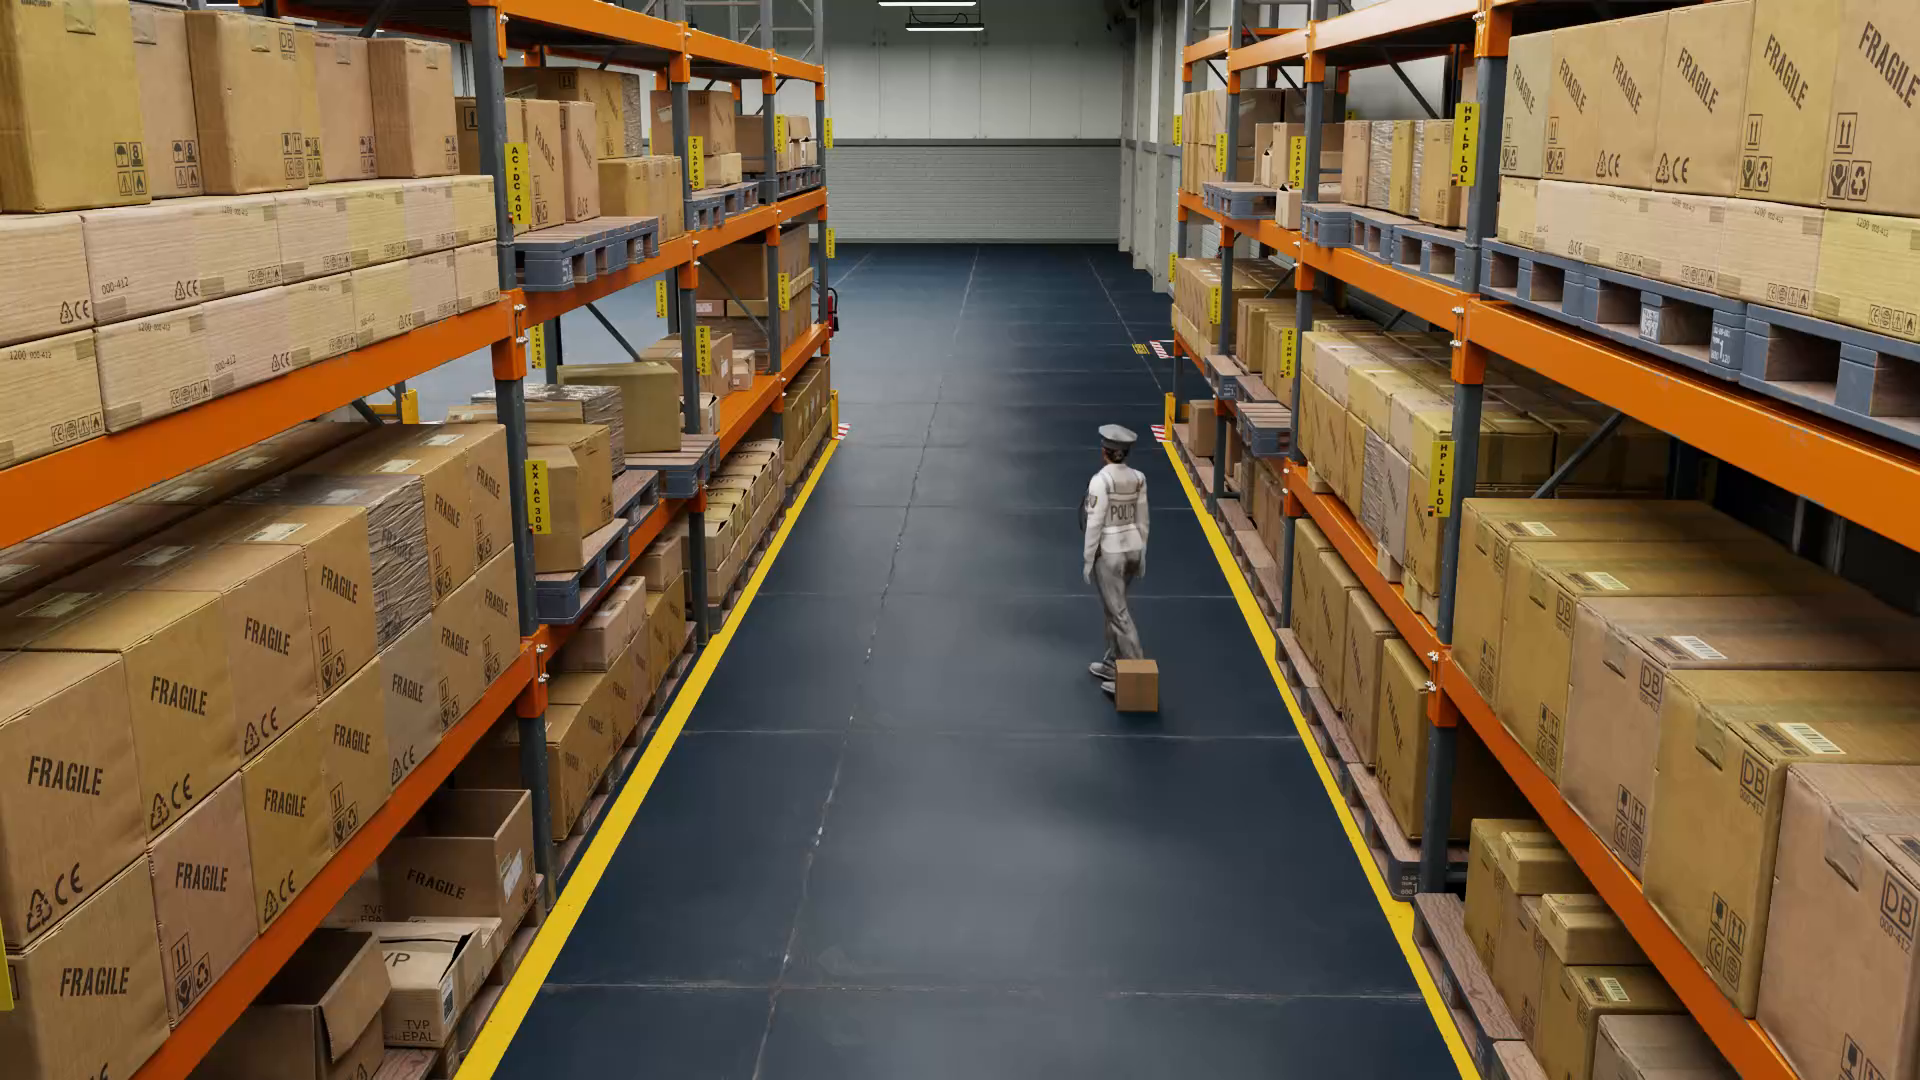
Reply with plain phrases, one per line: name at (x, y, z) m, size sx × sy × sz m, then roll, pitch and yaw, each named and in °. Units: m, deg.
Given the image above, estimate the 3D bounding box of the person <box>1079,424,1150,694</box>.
person at (1.011, 0.118, 10.510) m, size 0.507 × 1.662 × 0.574 m, roll -13°, pitch 19°, yaw -43°
